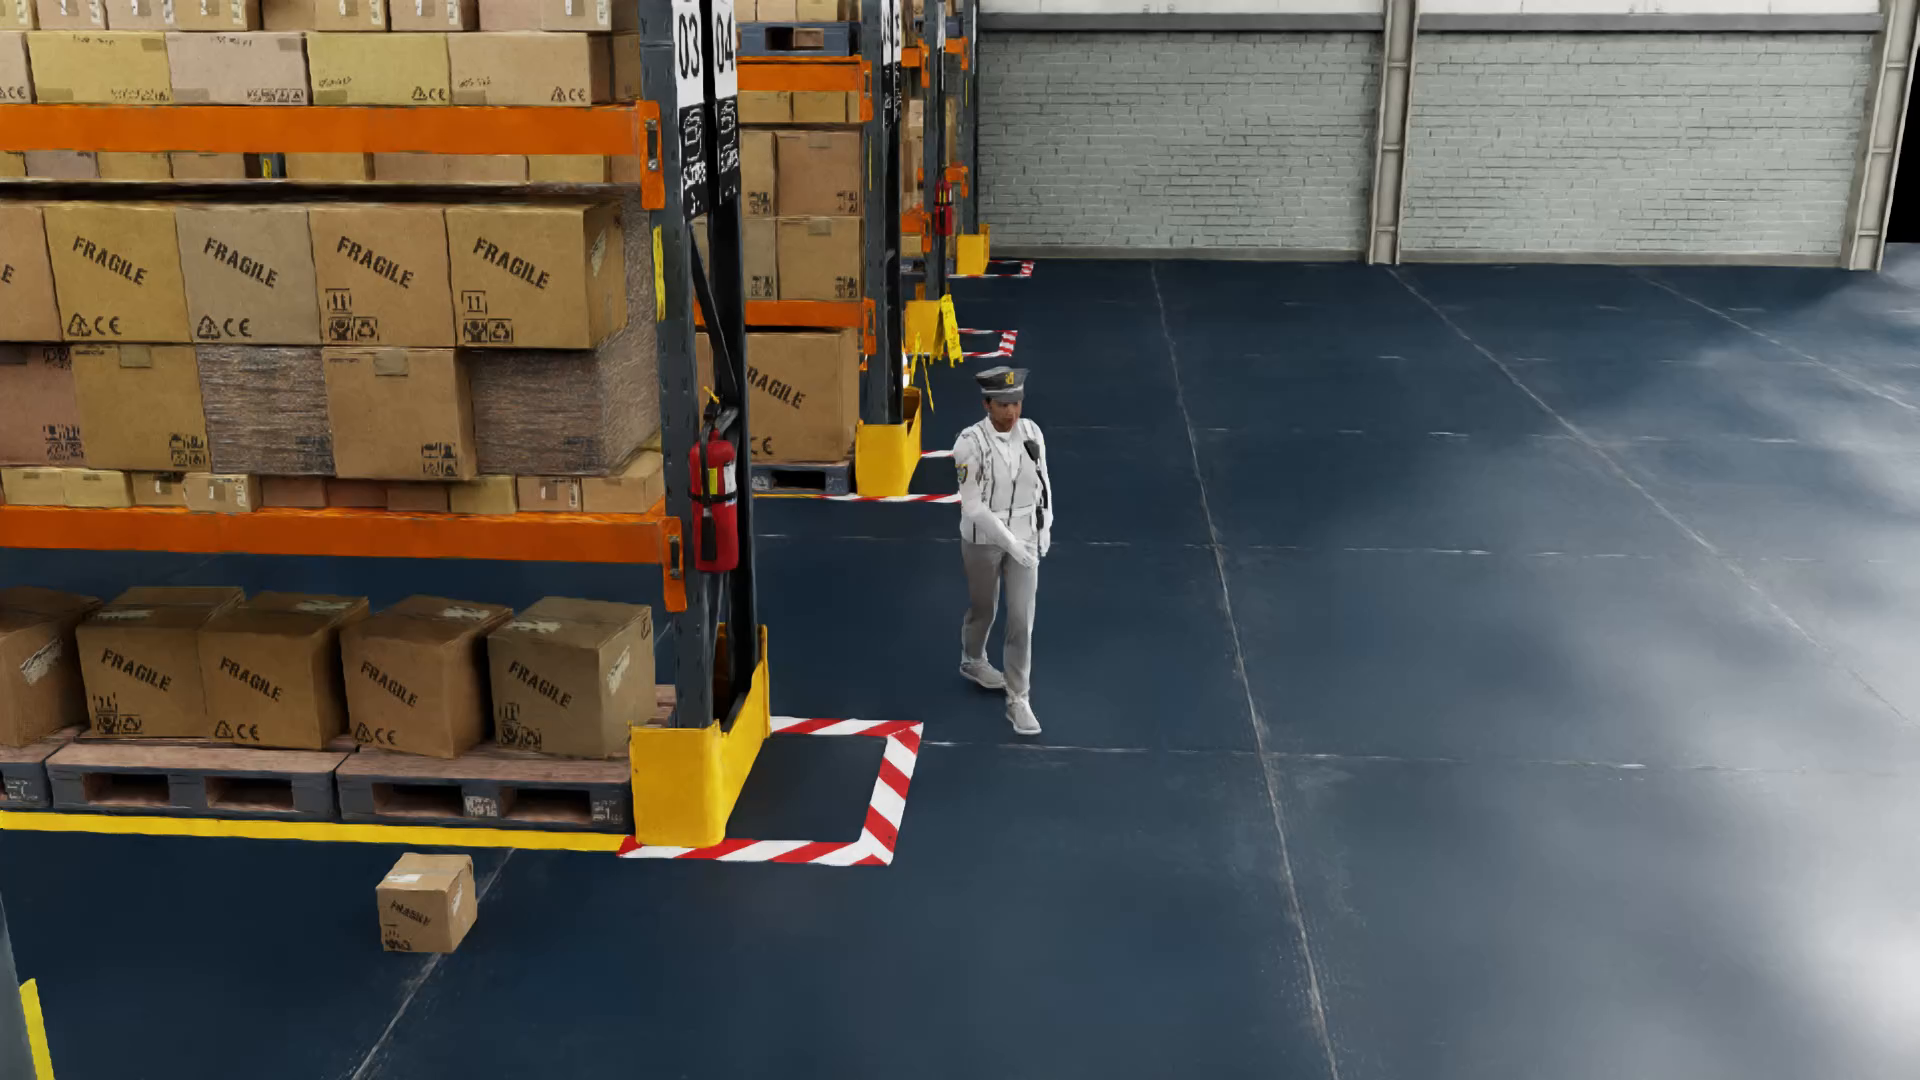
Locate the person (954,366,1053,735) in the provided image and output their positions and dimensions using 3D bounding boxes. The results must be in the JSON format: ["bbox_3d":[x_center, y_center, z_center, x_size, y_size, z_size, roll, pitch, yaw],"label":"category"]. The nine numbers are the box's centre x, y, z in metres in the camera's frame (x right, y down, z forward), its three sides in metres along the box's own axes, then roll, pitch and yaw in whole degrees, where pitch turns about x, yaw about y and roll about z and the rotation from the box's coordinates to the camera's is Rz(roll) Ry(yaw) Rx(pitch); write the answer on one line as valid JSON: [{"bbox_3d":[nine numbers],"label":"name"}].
[{"bbox_3d":[0.209,-0.003,7.525,0.515,1.639,0.775,-5,18,-16],"label":"person"}]
